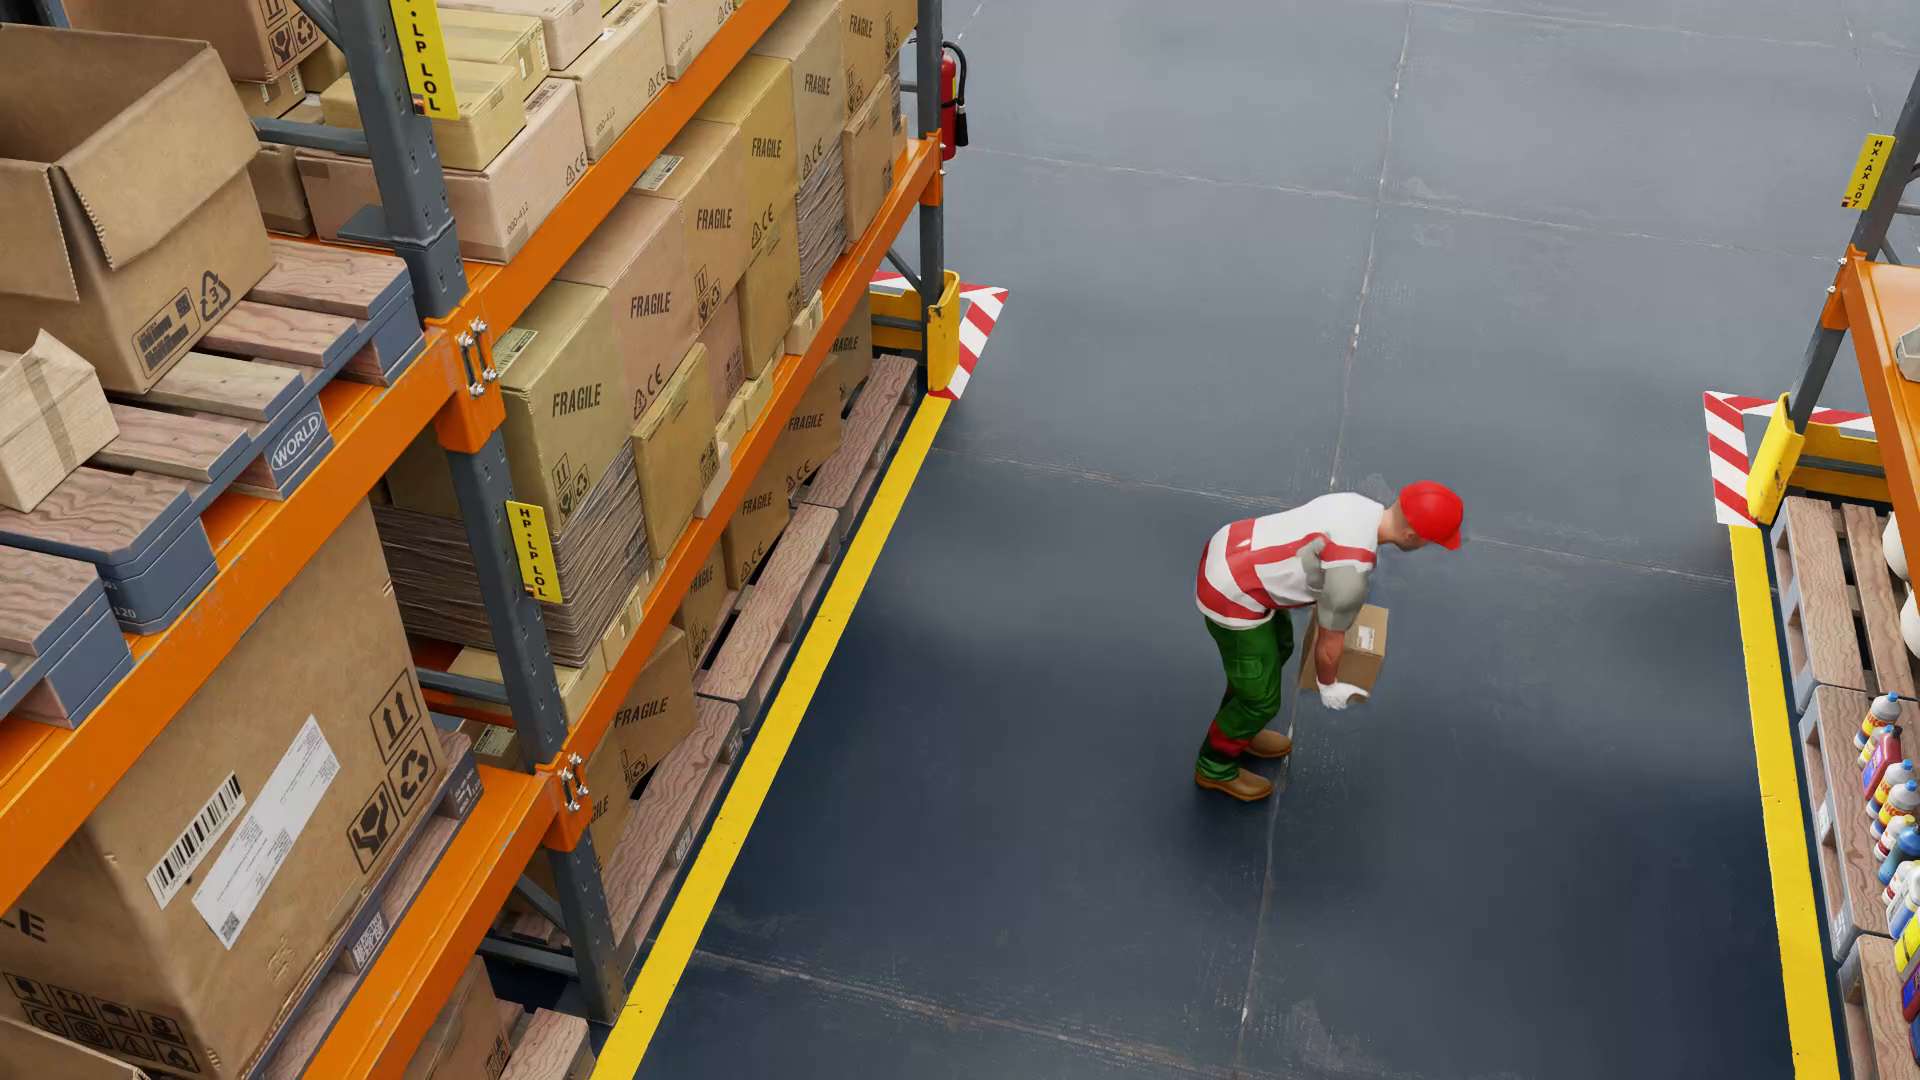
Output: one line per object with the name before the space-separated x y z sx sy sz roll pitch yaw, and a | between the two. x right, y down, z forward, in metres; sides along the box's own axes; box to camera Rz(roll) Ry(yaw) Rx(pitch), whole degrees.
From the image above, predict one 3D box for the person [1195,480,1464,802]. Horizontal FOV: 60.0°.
person | 1.262 0.340 5.984 0.858 1.472 0.484 9 41 10
